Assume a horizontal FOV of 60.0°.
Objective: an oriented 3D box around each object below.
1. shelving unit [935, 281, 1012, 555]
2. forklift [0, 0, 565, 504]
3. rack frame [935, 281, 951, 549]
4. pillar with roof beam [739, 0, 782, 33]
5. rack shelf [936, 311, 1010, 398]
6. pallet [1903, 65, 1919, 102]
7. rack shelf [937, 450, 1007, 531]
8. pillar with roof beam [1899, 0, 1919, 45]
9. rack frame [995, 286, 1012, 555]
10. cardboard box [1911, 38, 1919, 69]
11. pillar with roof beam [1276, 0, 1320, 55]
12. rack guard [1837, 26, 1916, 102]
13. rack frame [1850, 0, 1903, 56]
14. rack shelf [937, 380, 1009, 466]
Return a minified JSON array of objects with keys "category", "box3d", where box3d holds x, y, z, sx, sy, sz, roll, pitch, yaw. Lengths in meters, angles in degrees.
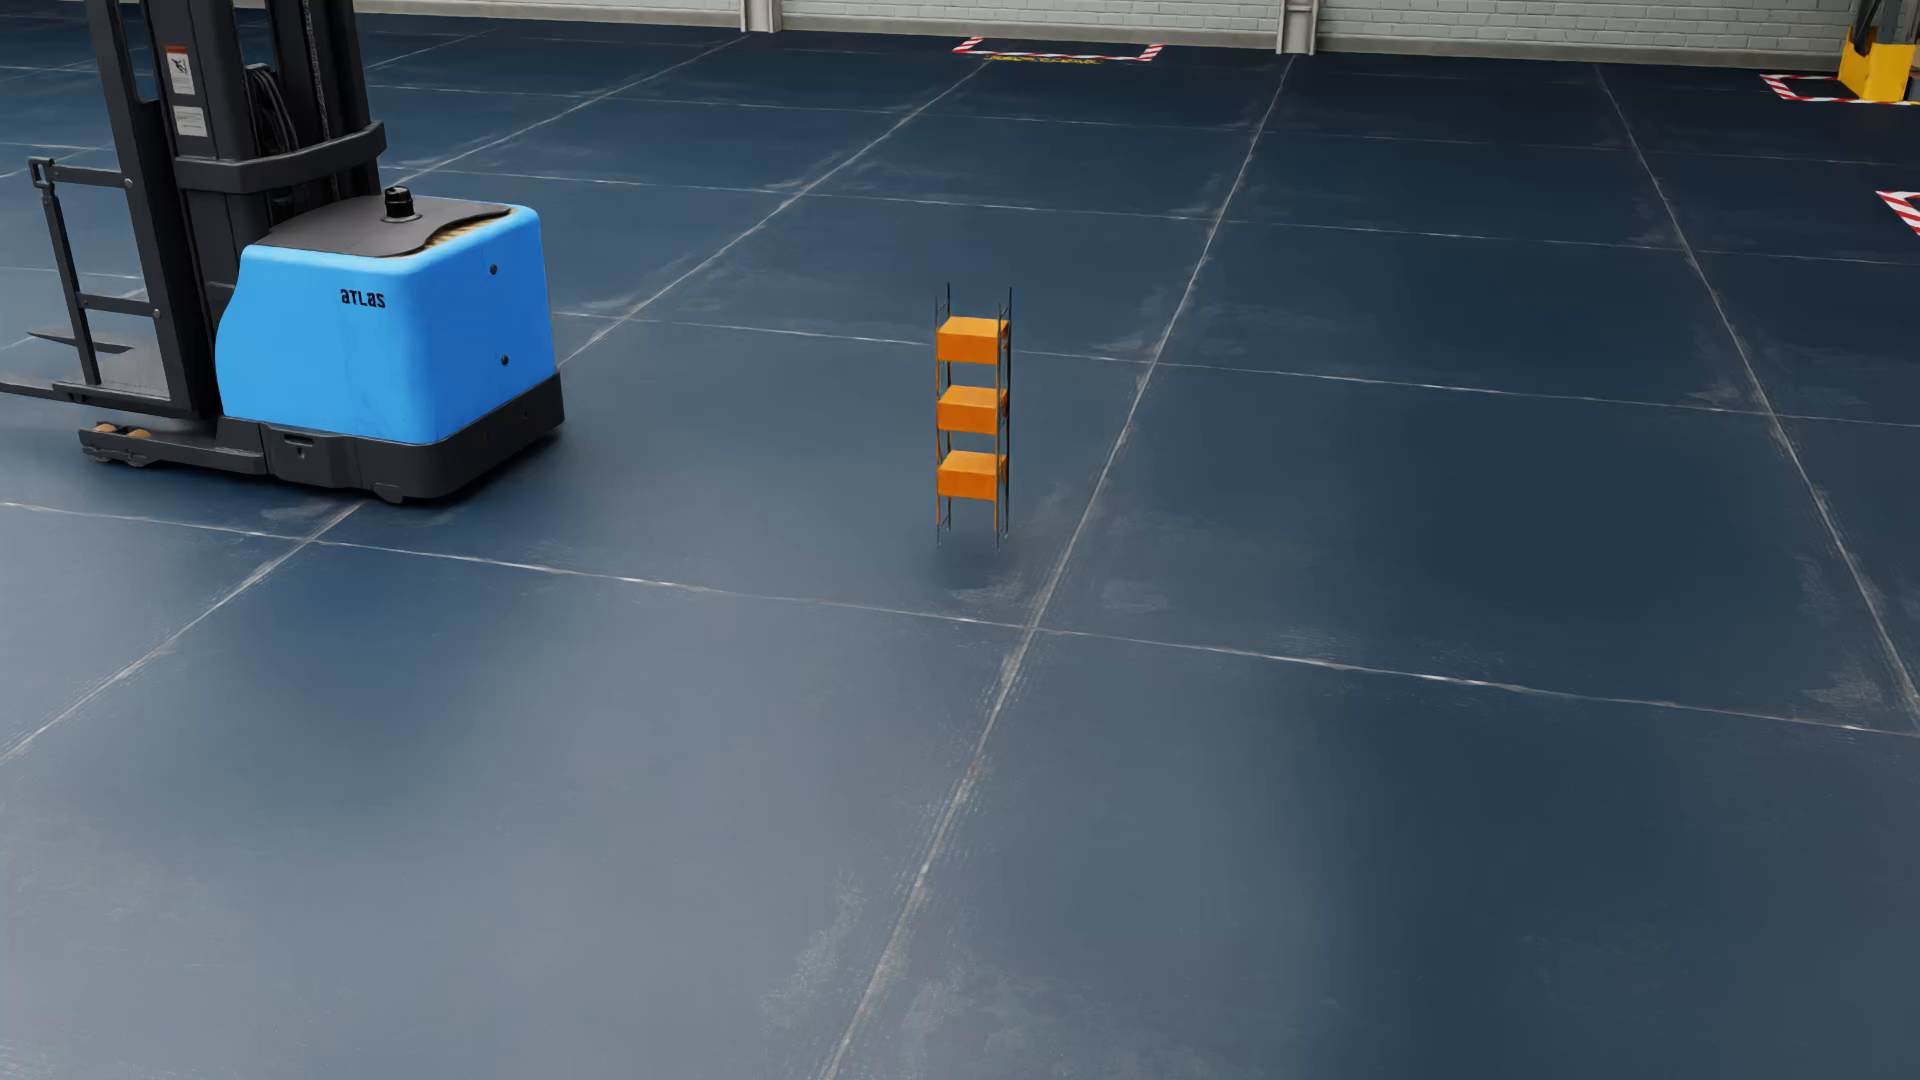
[{"category":"shelving unit","box3d":[0.052,-0.468,6.512,0.252,1.050,0.215,6,26,13]},{"category":"forklift","box3d":[-3.417,-1.850,7.227,3.031,2.935,1.130,9,27,18]},{"category":"rack frame","box3d":[-0.066,-0.481,6.540,0.008,1.050,0.200,6,26,13]},{"category":"pillar with roof beam","box3d":[-3.329,-8.080,13.253,0.400,9.000,9.100,6,26,13]},{"category":"rack shelf","box3d":[0.052,-0.715,6.395,0.240,0.259,0.215,6,26,13]},{"category":"pallet","box3d":[9.323,-4.225,15.378,1.213,0.211,1.003,6,26,13]},{"category":"rack shelf","box3d":[0.052,-0.208,6.636,0.240,0.259,0.215,6,26,13]},{"category":"pillar with roof beam","box3d":[8.293,-6.795,10.554,0.400,9.000,9.100,6,26,13]},{"category":"rack frame","box3d":[0.170,-0.455,6.485,0.008,1.050,0.200,6,26,13]},{"category":"cardboard box","box3d":[9.119,-4.467,15.258,0.500,0.311,0.500,3,26,7]},{"category":"pillar with roof beam","box3d":[2.482,-7.437,11.903,0.400,9.000,9.100,6,26,13]},{"category":"rack guard","box3d":[8.545,-4.457,15.529,0.348,0.500,1.175,6,26,13]},{"category":"rack frame","box3d":[8.471,-5.593,15.009,0.127,3.000,1.000,6,26,13]},{"category":"rack shelf","box3d":[0.052,-0.459,6.517,0.240,0.259,0.215,6,26,13]}]
